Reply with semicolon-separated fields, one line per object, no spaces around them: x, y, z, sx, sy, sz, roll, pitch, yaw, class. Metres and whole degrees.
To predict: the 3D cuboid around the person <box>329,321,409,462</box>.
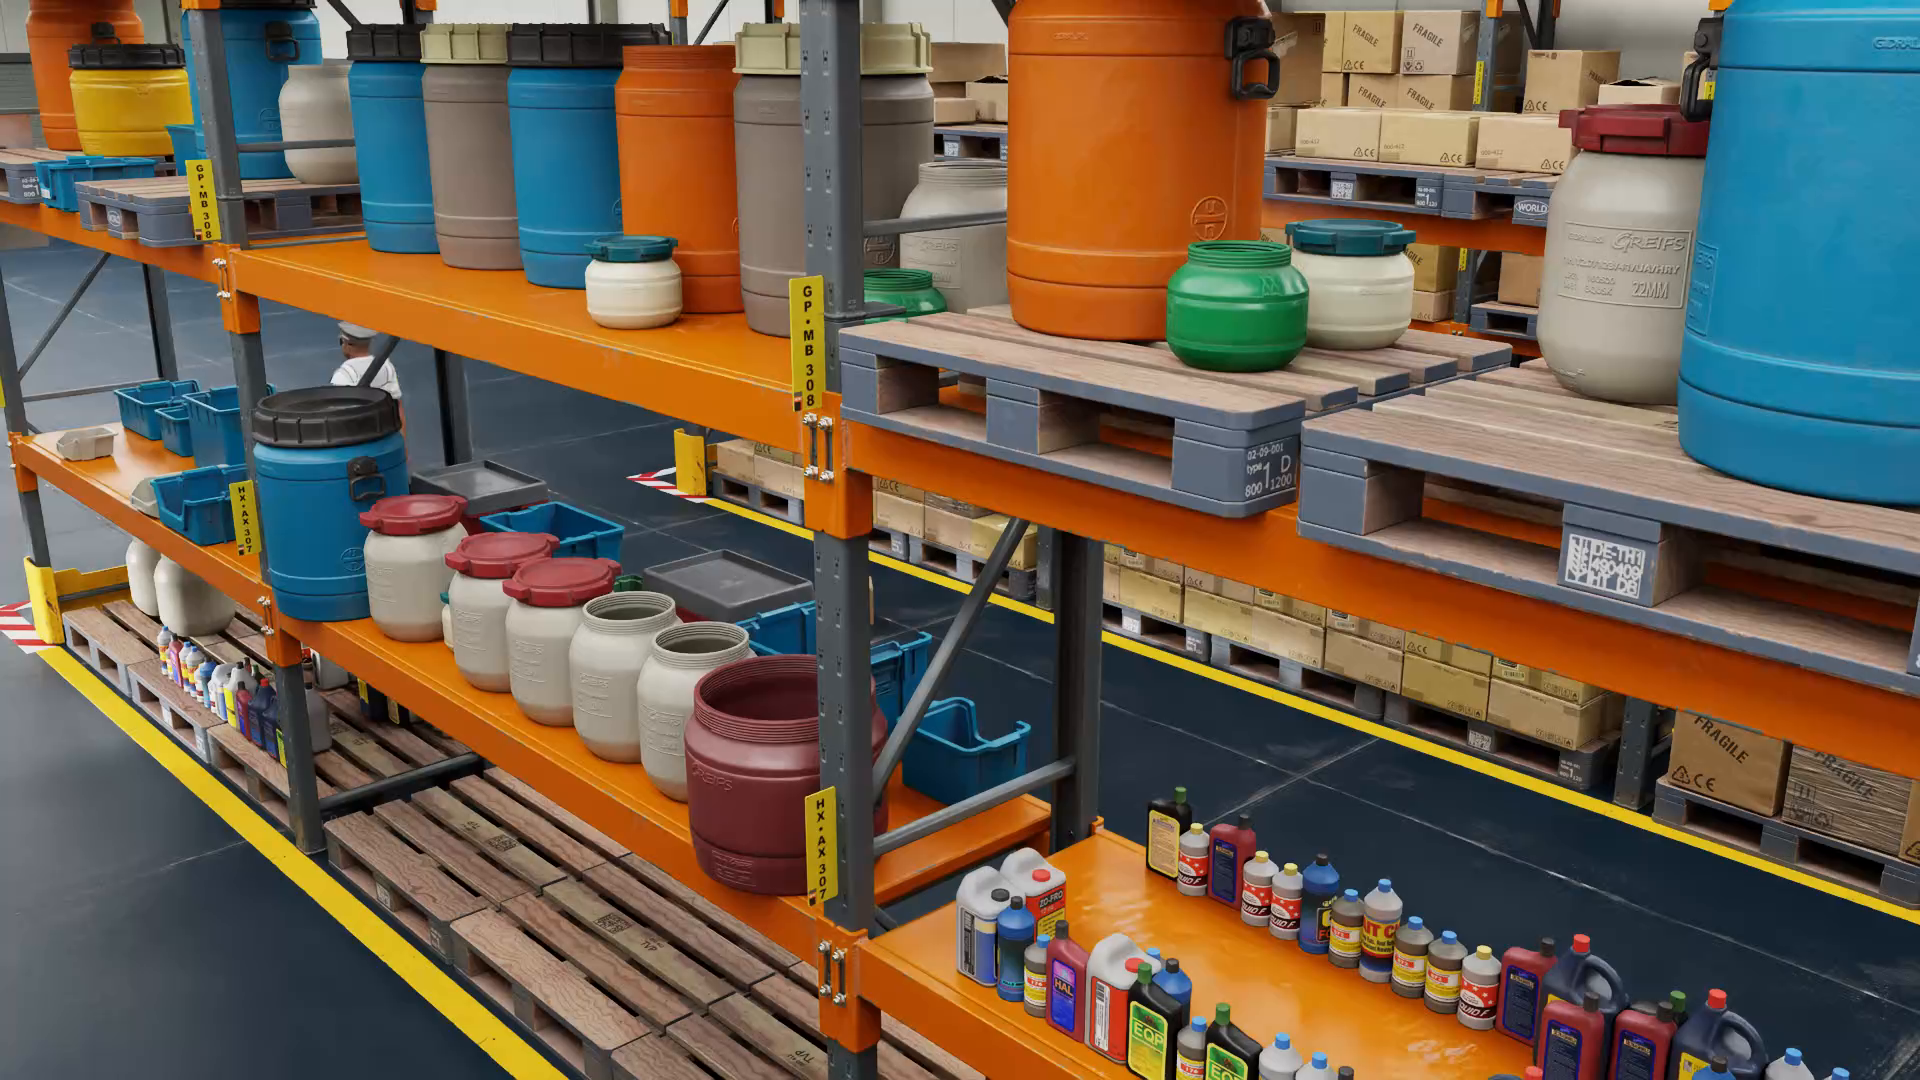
-4.206;-0.634;11.625;0.718;1.840;0.546;7;19;22;person
